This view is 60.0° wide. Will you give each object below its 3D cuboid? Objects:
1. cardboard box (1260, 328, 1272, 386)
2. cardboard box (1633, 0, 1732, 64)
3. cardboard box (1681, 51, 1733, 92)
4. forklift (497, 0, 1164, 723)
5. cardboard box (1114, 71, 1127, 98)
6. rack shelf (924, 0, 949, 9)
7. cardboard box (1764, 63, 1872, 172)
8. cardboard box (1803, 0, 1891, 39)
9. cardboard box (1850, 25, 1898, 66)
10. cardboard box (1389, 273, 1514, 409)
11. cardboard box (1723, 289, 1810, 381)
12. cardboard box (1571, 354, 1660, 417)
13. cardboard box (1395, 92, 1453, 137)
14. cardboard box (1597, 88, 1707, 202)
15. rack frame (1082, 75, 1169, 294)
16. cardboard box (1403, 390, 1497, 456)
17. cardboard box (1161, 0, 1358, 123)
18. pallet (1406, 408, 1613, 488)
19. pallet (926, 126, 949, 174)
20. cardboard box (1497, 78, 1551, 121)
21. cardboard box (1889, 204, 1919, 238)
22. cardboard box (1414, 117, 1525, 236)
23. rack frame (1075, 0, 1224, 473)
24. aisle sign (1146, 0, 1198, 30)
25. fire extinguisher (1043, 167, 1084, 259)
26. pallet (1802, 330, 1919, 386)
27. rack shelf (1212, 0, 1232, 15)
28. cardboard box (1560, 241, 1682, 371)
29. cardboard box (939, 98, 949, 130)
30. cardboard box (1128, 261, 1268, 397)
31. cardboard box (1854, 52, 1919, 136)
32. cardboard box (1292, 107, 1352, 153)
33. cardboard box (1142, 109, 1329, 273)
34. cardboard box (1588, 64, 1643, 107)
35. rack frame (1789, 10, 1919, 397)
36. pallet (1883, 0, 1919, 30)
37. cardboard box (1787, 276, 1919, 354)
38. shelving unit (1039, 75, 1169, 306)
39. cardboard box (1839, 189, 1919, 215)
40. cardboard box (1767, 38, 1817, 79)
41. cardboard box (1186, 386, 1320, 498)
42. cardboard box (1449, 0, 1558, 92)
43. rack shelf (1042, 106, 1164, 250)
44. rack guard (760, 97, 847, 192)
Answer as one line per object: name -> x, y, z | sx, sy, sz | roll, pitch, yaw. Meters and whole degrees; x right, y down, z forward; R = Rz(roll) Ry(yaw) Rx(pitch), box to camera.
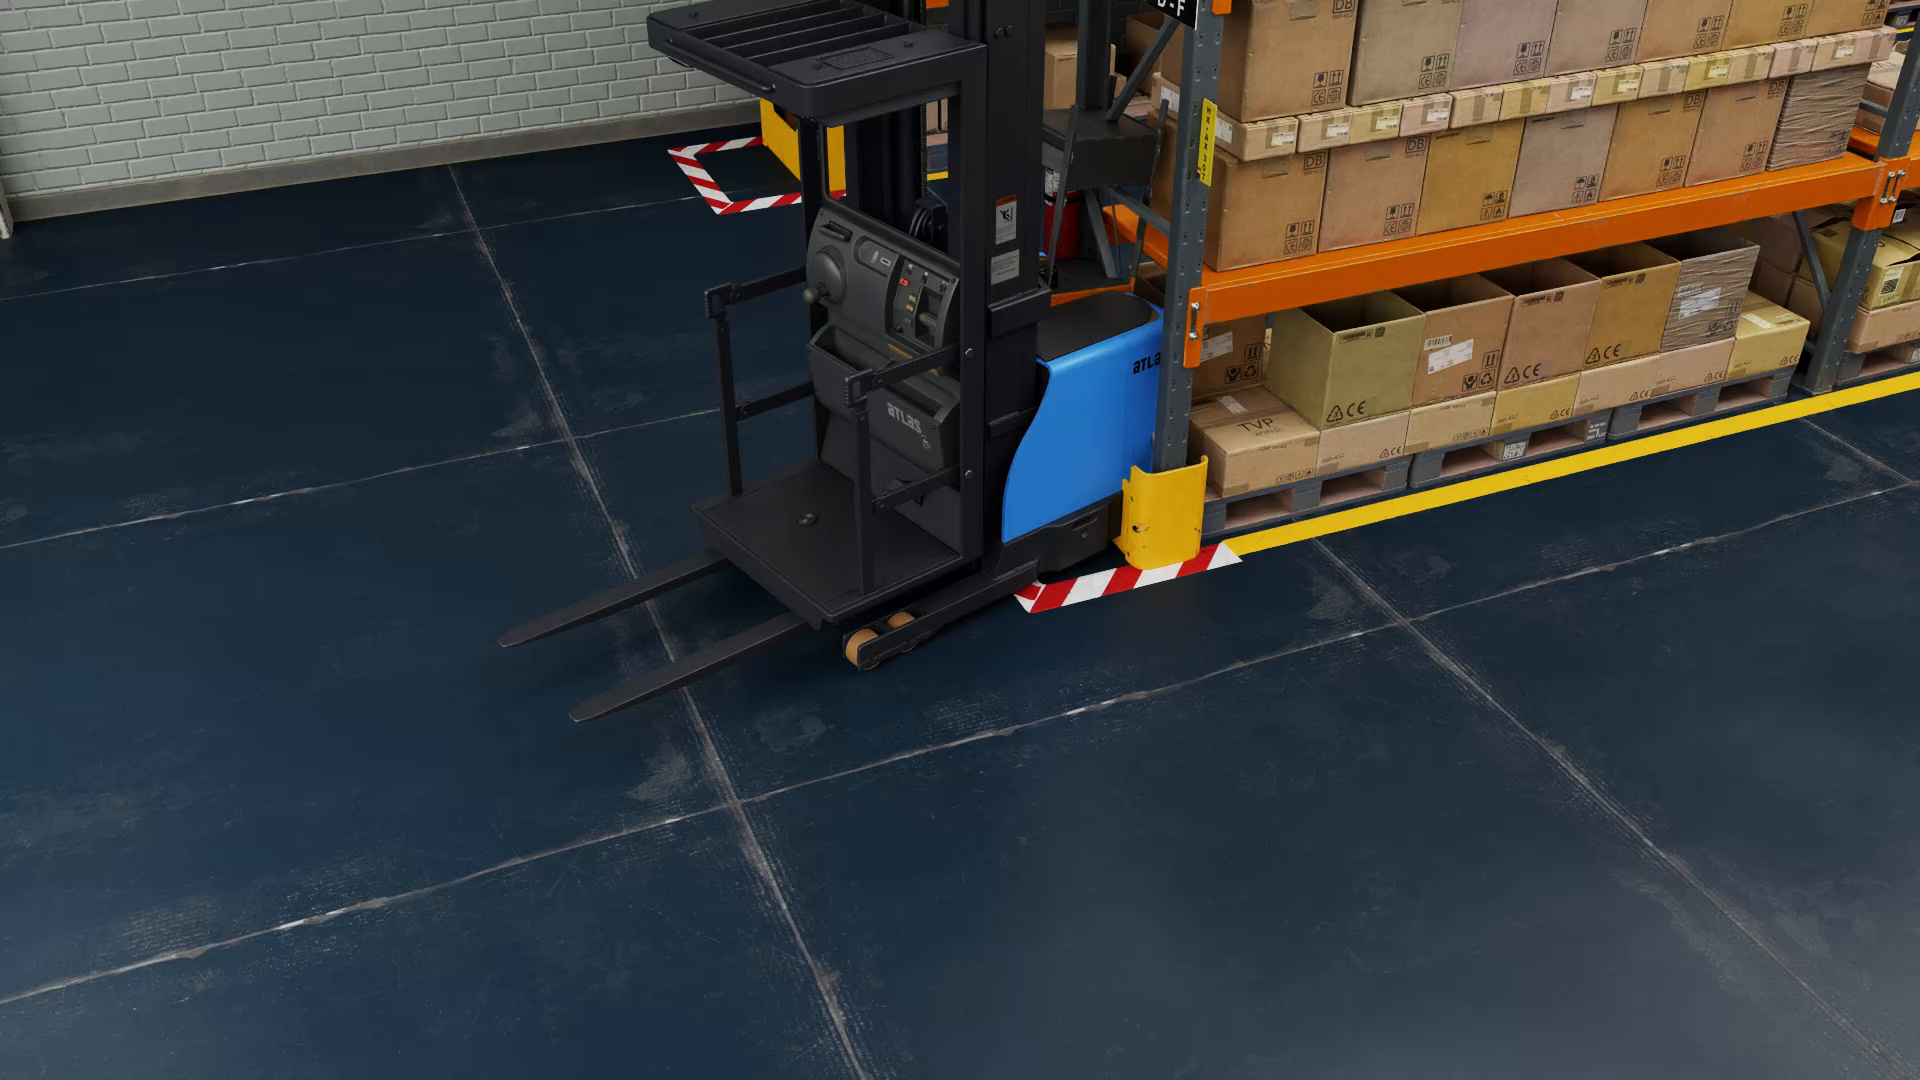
cardboard box -> 1.597, -0.842, 8.430 | 0.500, 0.250, 0.500 | -13, 35, -19
cardboard box -> 3.115, -2.566, 7.662 | 0.500, 0.500, 0.700 | -13, 35, -19
cardboard box -> 3.342, -2.224, 7.732 | 0.250, 0.149, 0.380 | -13, 35, -19
forklift -> -0.485, -1.014, 6.622 | 3.031, 2.935, 1.130 | -24, 40, -32
cardboard box -> 1.045, -3.442, 12.500 | 0.250, 0.149, 0.380 | -16, 36, -23
rack shelf -> 0.684, -4.056, 11.893 | 4.000, 0.370, 1.077 | -13, 35, -19
cardboard box -> 4.042, -2.235, 8.342 | 0.500, 0.500, 0.700 | -14, 36, -20
cardboard box -> 4.042, -2.778, 7.989 | 0.500, 0.500, 0.700 | -13, 35, -19
cardboard box -> 4.281, -2.438, 8.061 | 0.250, 0.149, 0.380 | -13, 35, -19
cardboard box -> 2.258, -1.003, 7.989 | 0.500, 0.500, 0.500 | -13, 35, -19
cardboard box -> 4.106, -1.105, 8.835 | 0.500, 0.250, 0.500 | -13, 35, -19
cardboard box -> 3.186, -0.892, 8.506 | 0.500, 0.250, 0.500 | -13, 35, -19
cardboard box -> 1.912, -1.895, 7.225 | 0.250, 0.149, 0.380 | -13, 35, -20
cardboard box -> 3.094, -2.016, 8.006 | 0.500, 0.500, 0.700 | -12, 35, -18
rack frame -> 0.653, -1.065, 7.755 | 0.015, 2.100, 0.400 | -13, 36, -32
cardboard box -> 2.262, -0.683, 8.185 | 0.500, 0.250, 0.500 | -13, 35, -19
cardboard box -> 1.245, -2.134, 6.998 | 0.500, 0.500, 0.700 | -13, 35, -19
pallet -> 2.573, -0.714, 8.654 | 1.213, 0.211, 1.003 | -13, 35, -19
pallet -> -0.328, -2.936, 12.069 | 1.213, 0.211, 1.003 | -13, 35, -19
cardboard box -> 2.392, -2.006, 7.397 | 0.250, 0.149, 0.380 | -13, 35, -20
cardboard box -> 5.390, -1.613, 9.101 | 0.500, 0.311, 0.500 | -13, 35, -19
cardboard box -> 2.138, -1.794, 7.666 | 0.500, 0.500, 0.700 | -13, 35, -19
rack frame -> 0.761, -1.445, 7.221 | 0.127, 3.000, 1.000 | -13, 35, -19
aisle sign -> 0.819, -2.367, 6.254 | 0.004, 0.787, 0.394 | -13, 35, -19
fire extinguisher -> 0.472, -1.621, 7.562 | 0.183, 0.674, 0.296 | -13, 35, -19
pallet -> 5.113, -1.296, 9.548 | 1.213, 0.211, 1.003 | -13, 35, -19
rack shelf -> 2.605, -2.823, 7.248 | 4.000, 0.370, 1.077 | -13, 35, -19
cardboard box -> 3.181, -1.212, 8.312 | 0.500, 0.500, 0.500 | -13, 35, -19
cardboard box -> 0.038, -3.214, 12.001 | 0.500, 0.311, 0.500 | -10, 34, -15
cardboard box -> 1.140, -1.046, 8.055 | 0.500, 0.500, 0.500 | -13, 35, -19
cardboard box -> 4.886, -2.353, 8.753 | 0.500, 0.250, 0.500 | -11, 35, -16
cardboard box -> 1.448, -1.791, 7.065 | 0.250, 0.149, 0.380 | -14, 36, -20
cardboard box -> 1.196, -1.579, 7.335 | 0.500, 0.500, 0.700 | -13, 35, -19
cardboard box -> 2.866, -2.113, 7.561 | 0.250, 0.149, 0.380 | -12, 35, -17
rack frame -> 4.449, -2.290, 8.519 | 0.127, 3.000, 1.000 | -13, 35, -19
pallet -> 8.095, -4.840, 14.994 | 1.213, 0.211, 1.003 | -13, 35, -19
cardboard box -> 4.917, -1.274, 9.093 | 0.500, 0.250, 0.500 | -14, 35, -20
shelving unit -> 0.450, -1.020, 7.627 | 0.503, 2.100, 0.431 | -13, 36, -32
cardboard box -> 5.188, -1.891, 9.528 | 0.500, 0.311, 0.500 | -12, 35, -18
cardboard box -> 3.812, -2.331, 7.895 | 0.250, 0.149, 0.380 | -14, 36, -20
cardboard box -> 1.341, -0.470, 7.858 | 0.500, 0.250, 0.500 | -13, 35, -19
cardboard box -> 2.192, -2.355, 7.337 | 0.500, 0.500, 0.700 | -13, 35, -19
rack shelf -> 0.533, -1.611, 7.287 | 0.480, 0.518, 0.431 | -13, 36, -32
rack guard -> -1.090, -2.904, 11.754 | 0.348, 0.500, 1.175 | -13, 35, -19
